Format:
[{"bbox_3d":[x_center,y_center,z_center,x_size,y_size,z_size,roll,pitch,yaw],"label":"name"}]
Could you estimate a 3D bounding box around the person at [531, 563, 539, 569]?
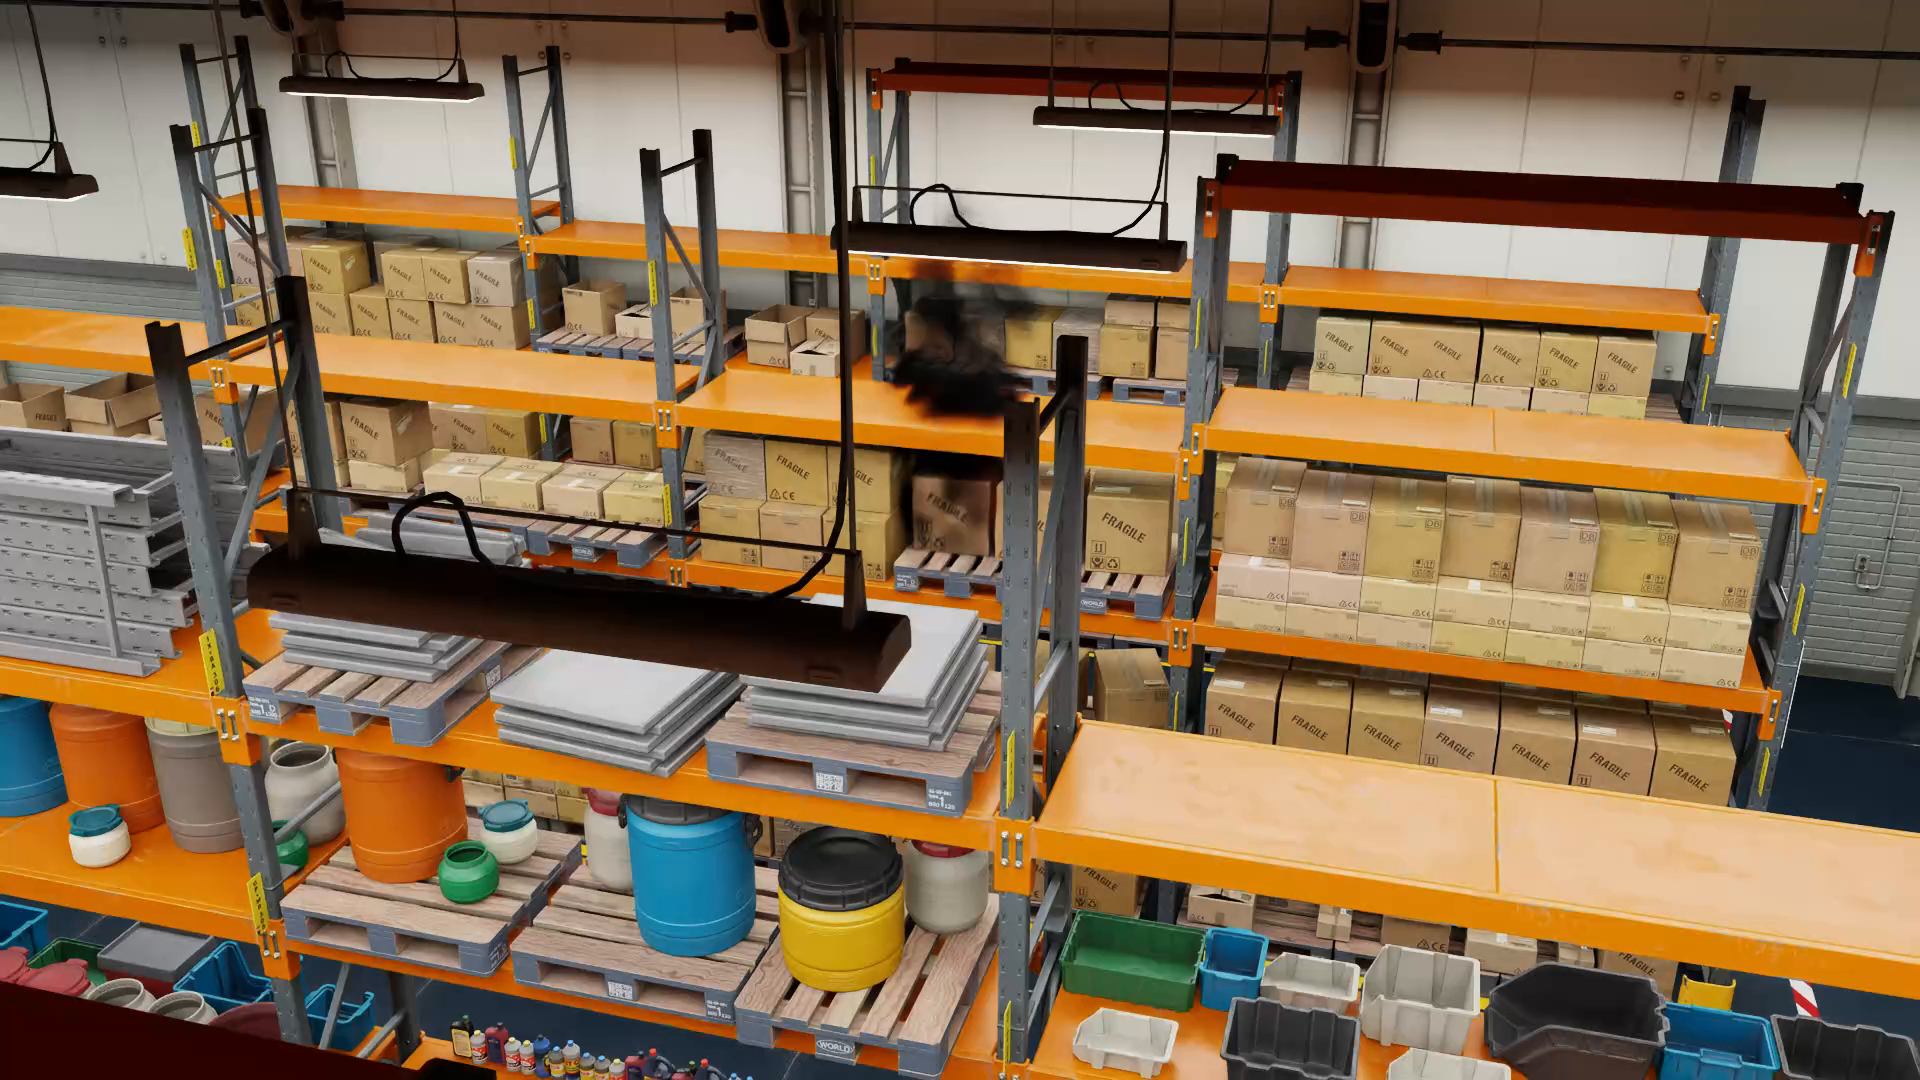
[{"bbox_3d":[-4.428,0.758,16.769,0.624,1.673,0.664,3,23,7],"label":"person"}]
